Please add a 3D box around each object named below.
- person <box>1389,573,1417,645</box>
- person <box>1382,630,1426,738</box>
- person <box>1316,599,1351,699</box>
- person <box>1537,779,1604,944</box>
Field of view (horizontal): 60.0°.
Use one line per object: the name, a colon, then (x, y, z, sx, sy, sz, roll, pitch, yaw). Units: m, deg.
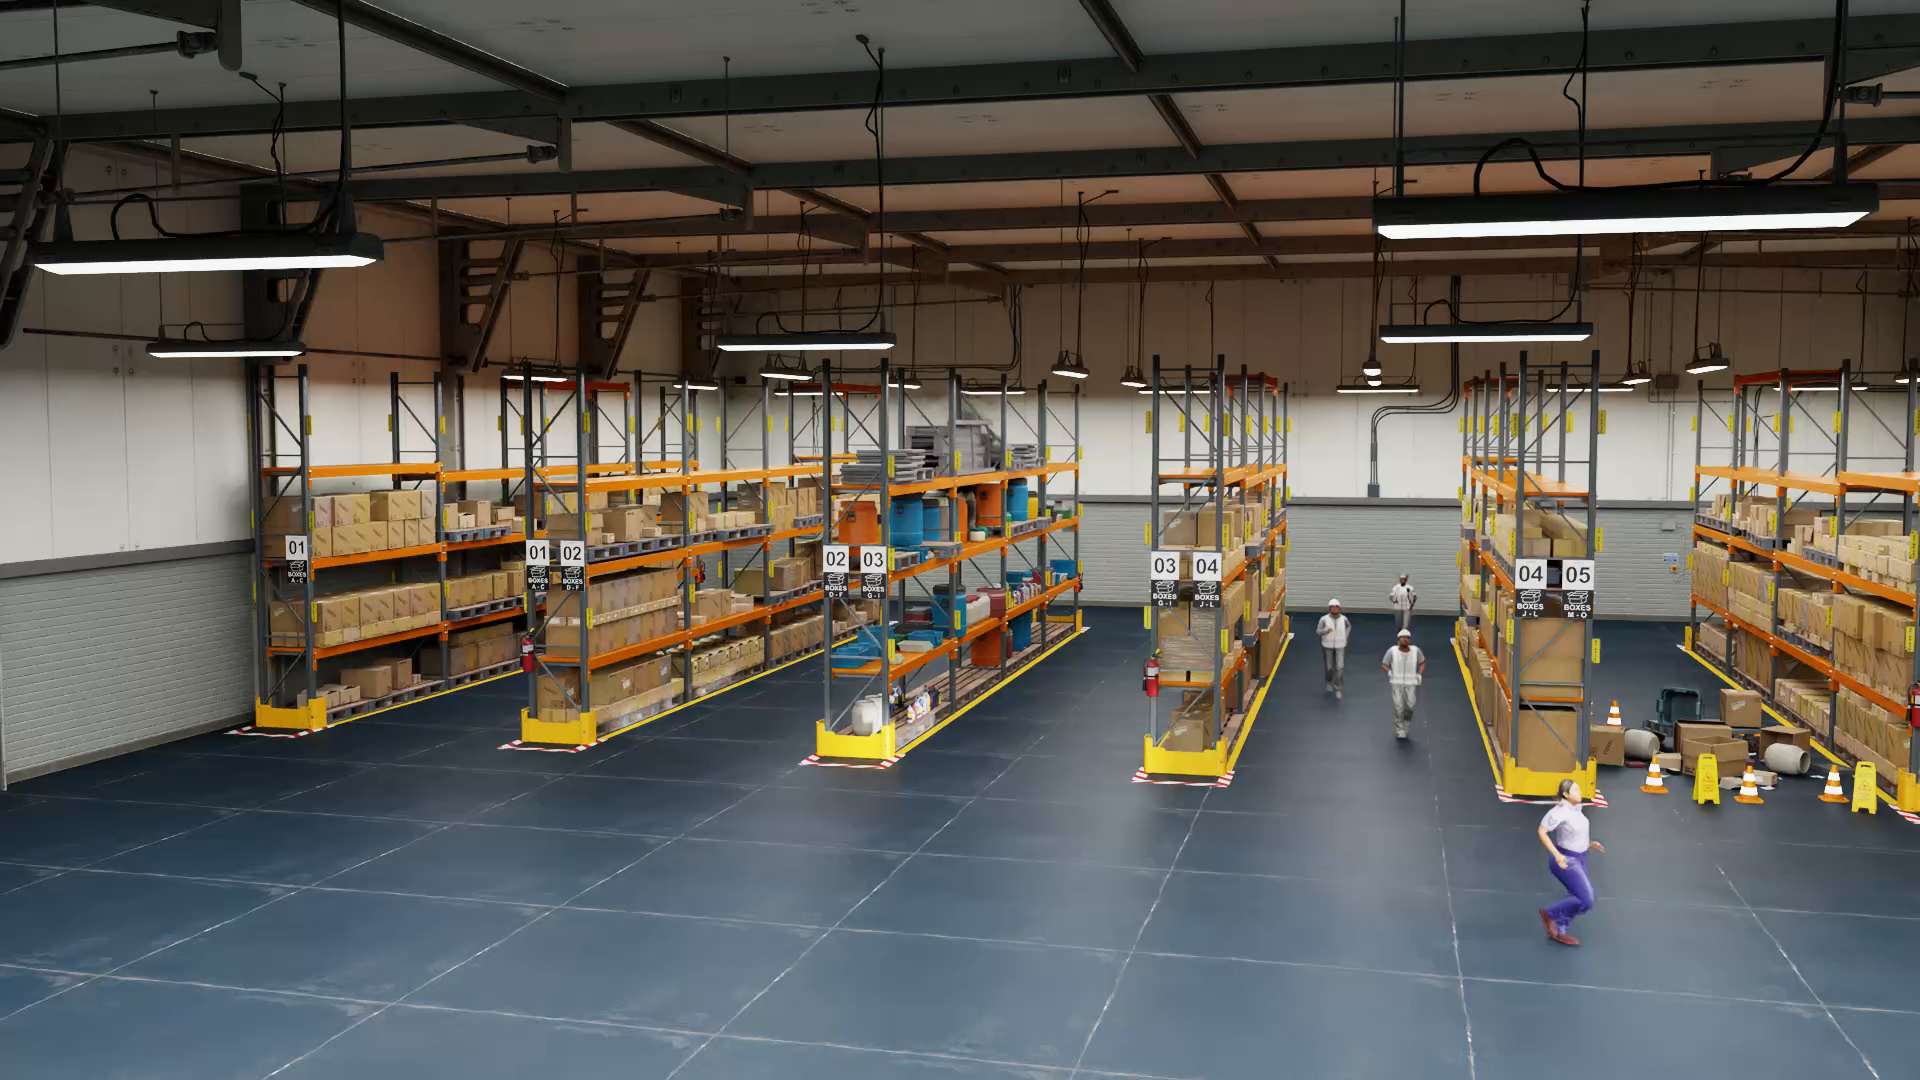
person: (9.937, 1.583, 37.321, 0.603, 1.719, 0.820, 1, 4, 18)
person: (7.094, 2.302, 26.561, 0.698, 1.742, 0.587, 1, 4, 10)
person: (6.873, 1.976, 30.580, 0.651, 1.784, 0.878, 1, 4, 9)
person: (5.894, 3.100, 15.977, 0.538, 1.605, 0.600, 3, 5, 39)
